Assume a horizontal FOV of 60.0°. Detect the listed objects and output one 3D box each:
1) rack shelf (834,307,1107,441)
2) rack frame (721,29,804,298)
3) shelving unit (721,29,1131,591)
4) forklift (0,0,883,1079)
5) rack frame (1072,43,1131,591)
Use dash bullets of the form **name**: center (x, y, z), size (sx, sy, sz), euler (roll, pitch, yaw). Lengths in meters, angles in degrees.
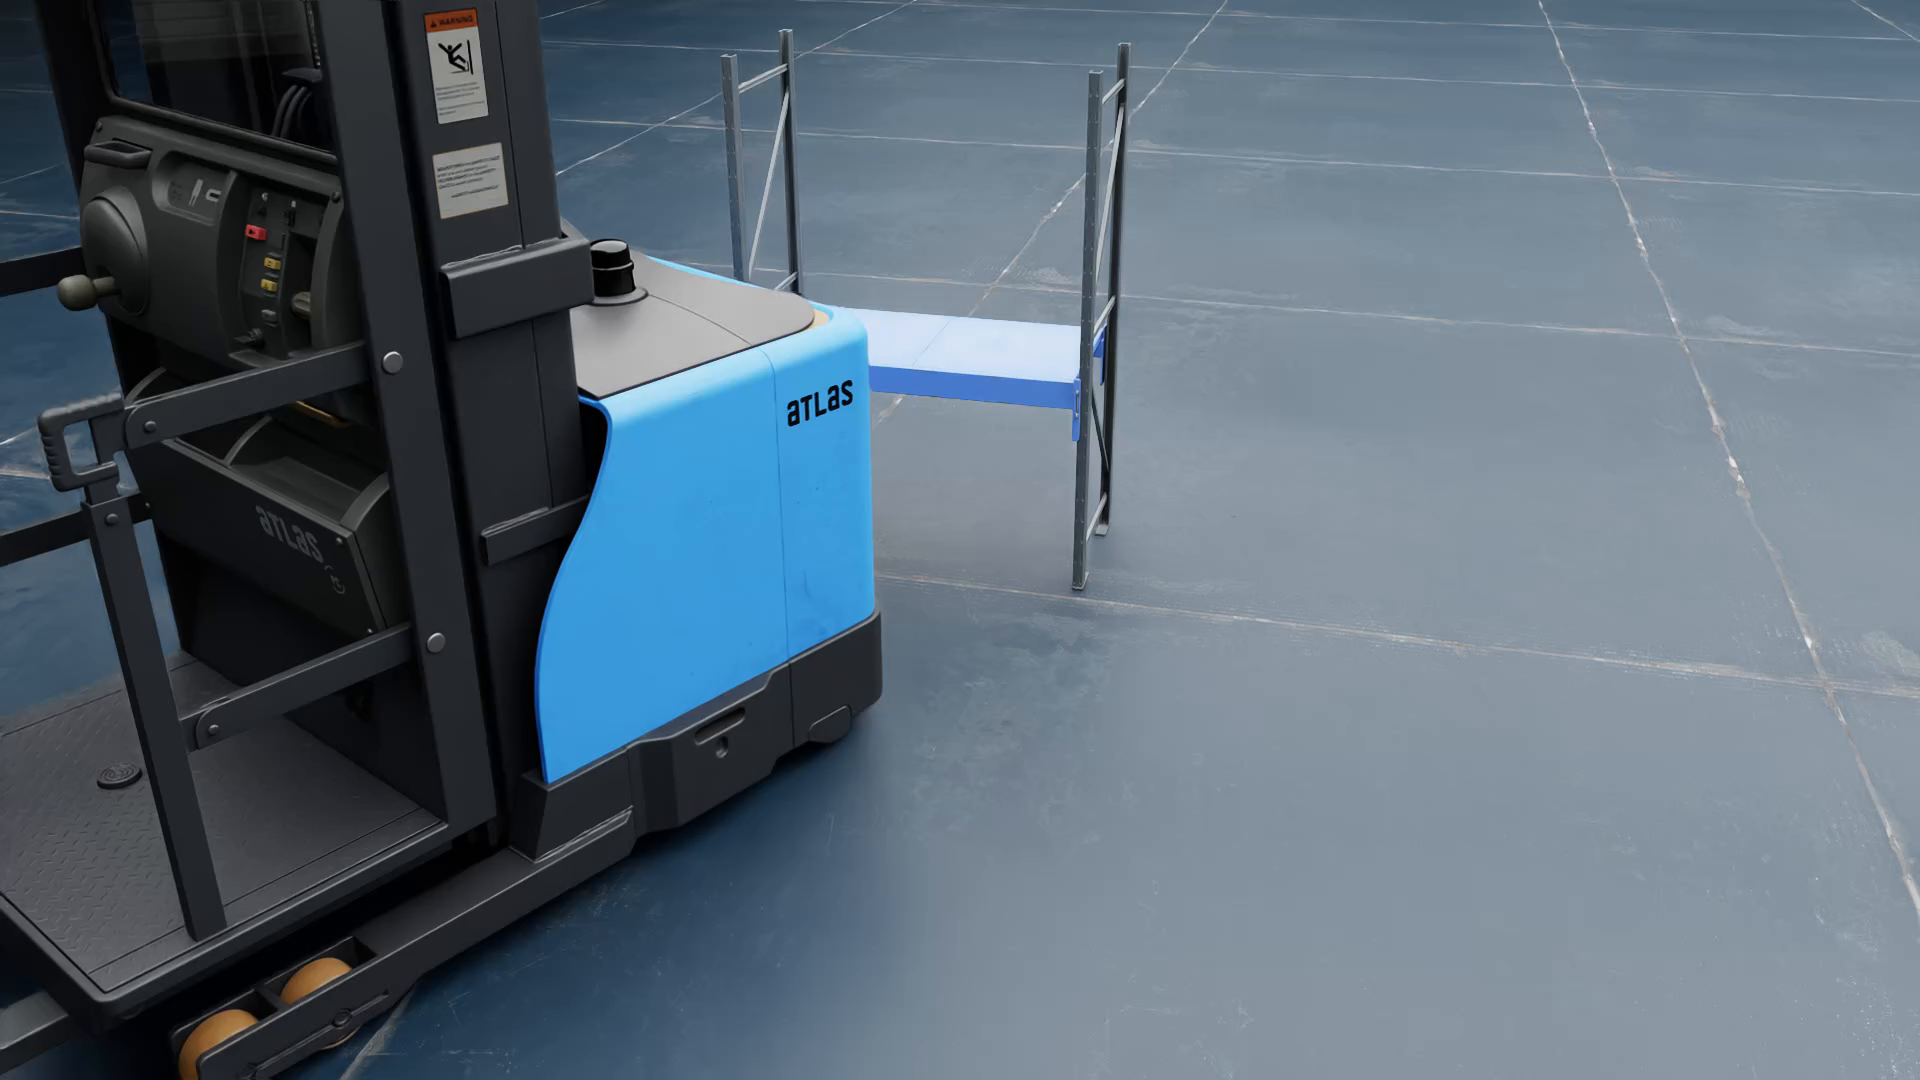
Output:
- **rack shelf**: center (-0.083, -0.524, 5.024), size (1.000, 0.185, 0.538), euler (6, 26, 13)
- **rack frame**: center (-0.575, -0.741, 5.061), size (0.032, 1.500, 0.500), euler (6, 26, 13)
- **shelving unit**: center (-0.083, -0.686, 4.947), size (1.048, 1.500, 0.538), euler (6, 26, 13)
- **forklift**: center (-1.539, -0.529, 2.951), size (1.130, 2.935, 3.031), euler (20, 32, 36)
- **rack frame**: center (0.410, -0.632, 4.832), size (0.032, 1.500, 0.500), euler (6, 26, 13)
